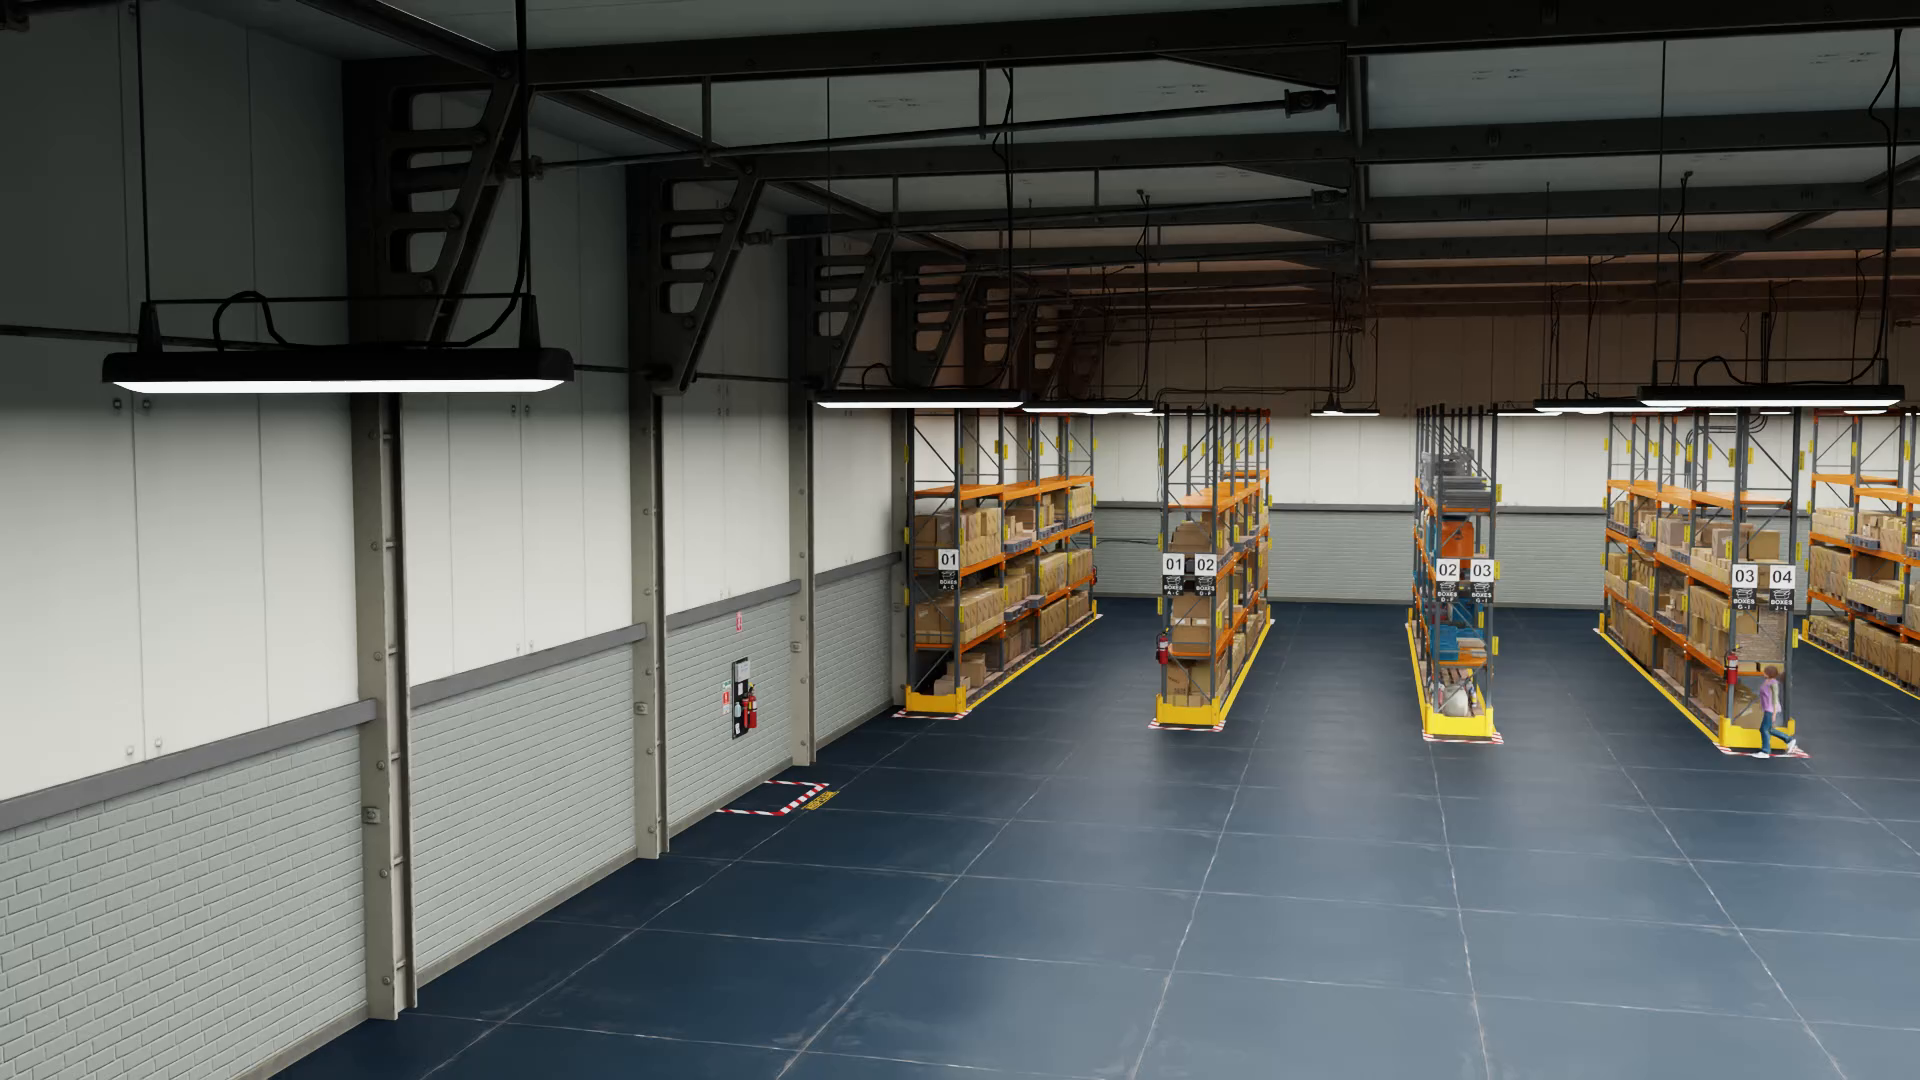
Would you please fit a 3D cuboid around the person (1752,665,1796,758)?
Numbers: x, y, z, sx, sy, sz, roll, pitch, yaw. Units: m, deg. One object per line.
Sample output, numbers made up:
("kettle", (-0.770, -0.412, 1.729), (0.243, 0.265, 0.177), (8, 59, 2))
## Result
("person", (13.732, 2.894, 28.000), (0.708, 1.555, 0.432), (1, 4, 13))
